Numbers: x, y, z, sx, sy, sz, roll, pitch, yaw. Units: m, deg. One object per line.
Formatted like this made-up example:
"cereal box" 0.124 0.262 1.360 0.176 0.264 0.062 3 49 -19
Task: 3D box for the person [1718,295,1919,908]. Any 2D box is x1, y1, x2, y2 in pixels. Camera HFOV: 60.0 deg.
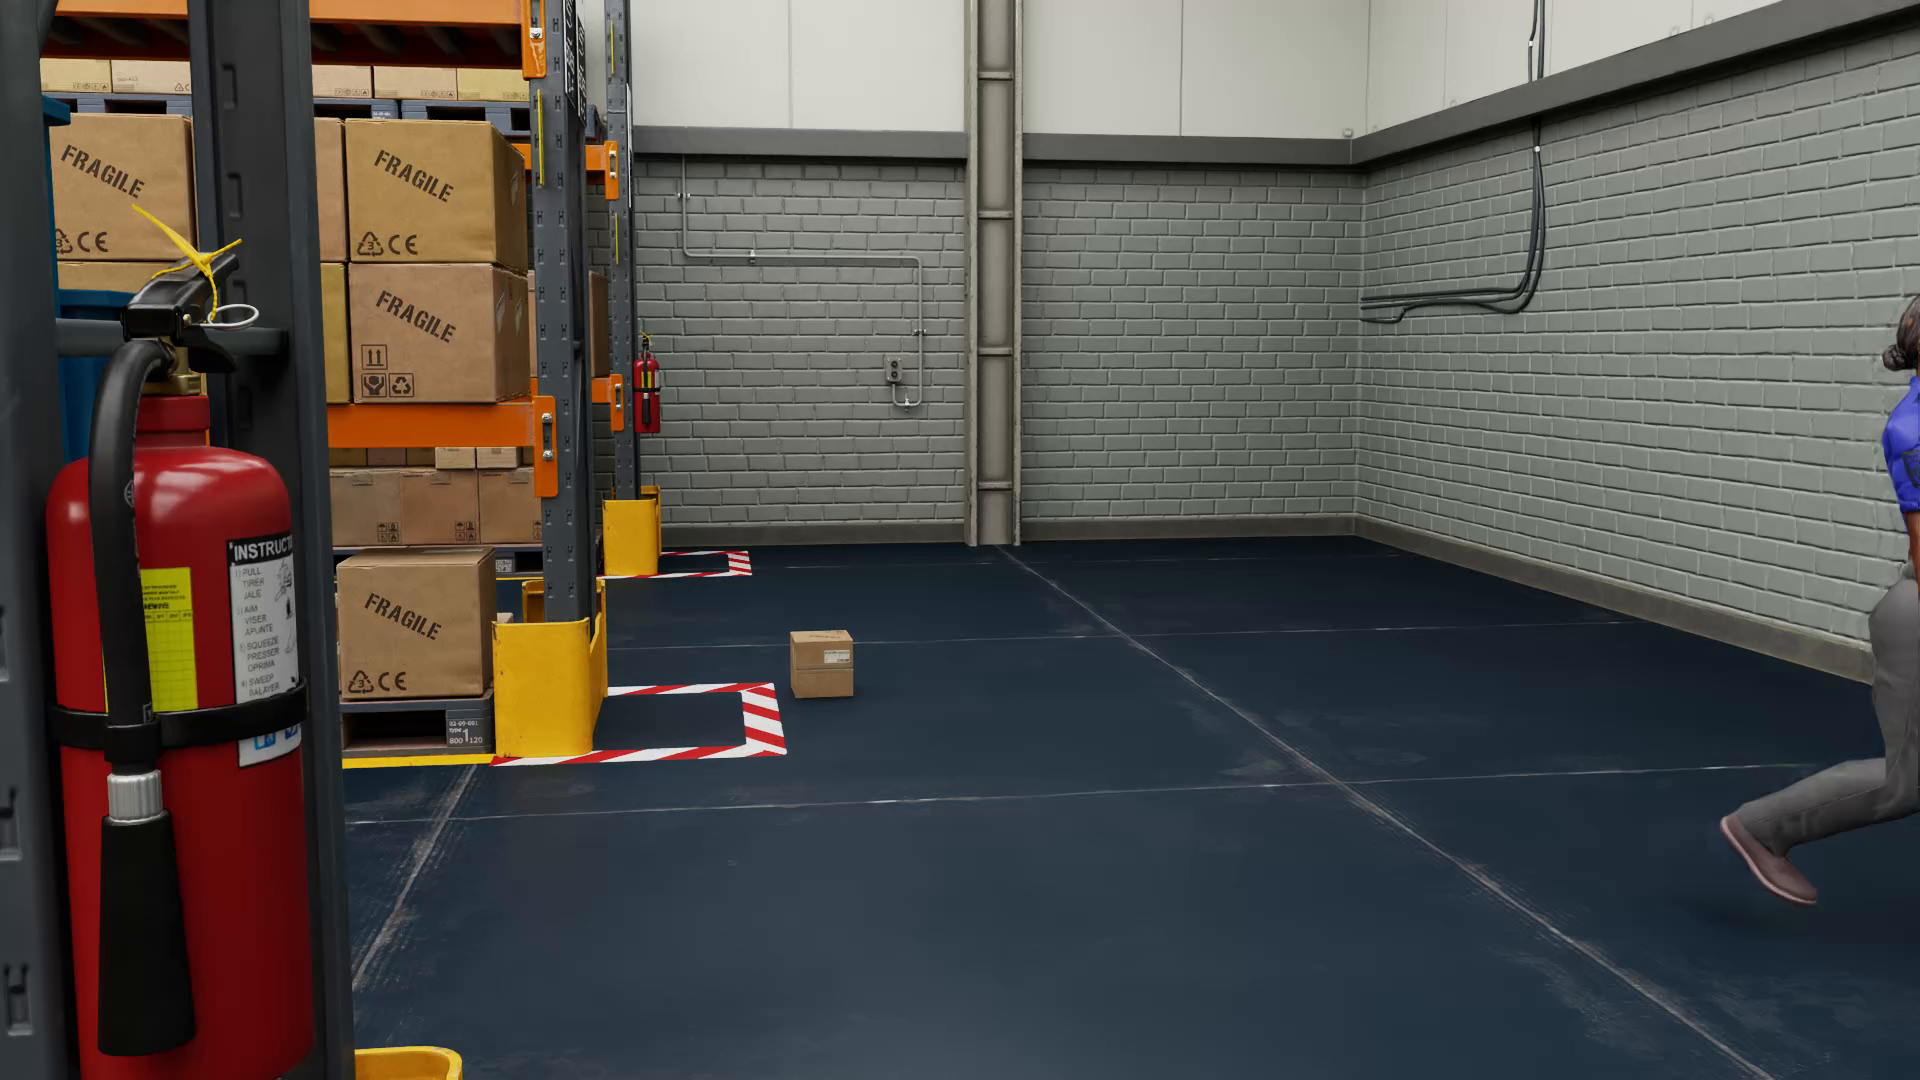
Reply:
"person" 2.362 0.206 4.088 0.841 1.605 0.442 6 9 43
